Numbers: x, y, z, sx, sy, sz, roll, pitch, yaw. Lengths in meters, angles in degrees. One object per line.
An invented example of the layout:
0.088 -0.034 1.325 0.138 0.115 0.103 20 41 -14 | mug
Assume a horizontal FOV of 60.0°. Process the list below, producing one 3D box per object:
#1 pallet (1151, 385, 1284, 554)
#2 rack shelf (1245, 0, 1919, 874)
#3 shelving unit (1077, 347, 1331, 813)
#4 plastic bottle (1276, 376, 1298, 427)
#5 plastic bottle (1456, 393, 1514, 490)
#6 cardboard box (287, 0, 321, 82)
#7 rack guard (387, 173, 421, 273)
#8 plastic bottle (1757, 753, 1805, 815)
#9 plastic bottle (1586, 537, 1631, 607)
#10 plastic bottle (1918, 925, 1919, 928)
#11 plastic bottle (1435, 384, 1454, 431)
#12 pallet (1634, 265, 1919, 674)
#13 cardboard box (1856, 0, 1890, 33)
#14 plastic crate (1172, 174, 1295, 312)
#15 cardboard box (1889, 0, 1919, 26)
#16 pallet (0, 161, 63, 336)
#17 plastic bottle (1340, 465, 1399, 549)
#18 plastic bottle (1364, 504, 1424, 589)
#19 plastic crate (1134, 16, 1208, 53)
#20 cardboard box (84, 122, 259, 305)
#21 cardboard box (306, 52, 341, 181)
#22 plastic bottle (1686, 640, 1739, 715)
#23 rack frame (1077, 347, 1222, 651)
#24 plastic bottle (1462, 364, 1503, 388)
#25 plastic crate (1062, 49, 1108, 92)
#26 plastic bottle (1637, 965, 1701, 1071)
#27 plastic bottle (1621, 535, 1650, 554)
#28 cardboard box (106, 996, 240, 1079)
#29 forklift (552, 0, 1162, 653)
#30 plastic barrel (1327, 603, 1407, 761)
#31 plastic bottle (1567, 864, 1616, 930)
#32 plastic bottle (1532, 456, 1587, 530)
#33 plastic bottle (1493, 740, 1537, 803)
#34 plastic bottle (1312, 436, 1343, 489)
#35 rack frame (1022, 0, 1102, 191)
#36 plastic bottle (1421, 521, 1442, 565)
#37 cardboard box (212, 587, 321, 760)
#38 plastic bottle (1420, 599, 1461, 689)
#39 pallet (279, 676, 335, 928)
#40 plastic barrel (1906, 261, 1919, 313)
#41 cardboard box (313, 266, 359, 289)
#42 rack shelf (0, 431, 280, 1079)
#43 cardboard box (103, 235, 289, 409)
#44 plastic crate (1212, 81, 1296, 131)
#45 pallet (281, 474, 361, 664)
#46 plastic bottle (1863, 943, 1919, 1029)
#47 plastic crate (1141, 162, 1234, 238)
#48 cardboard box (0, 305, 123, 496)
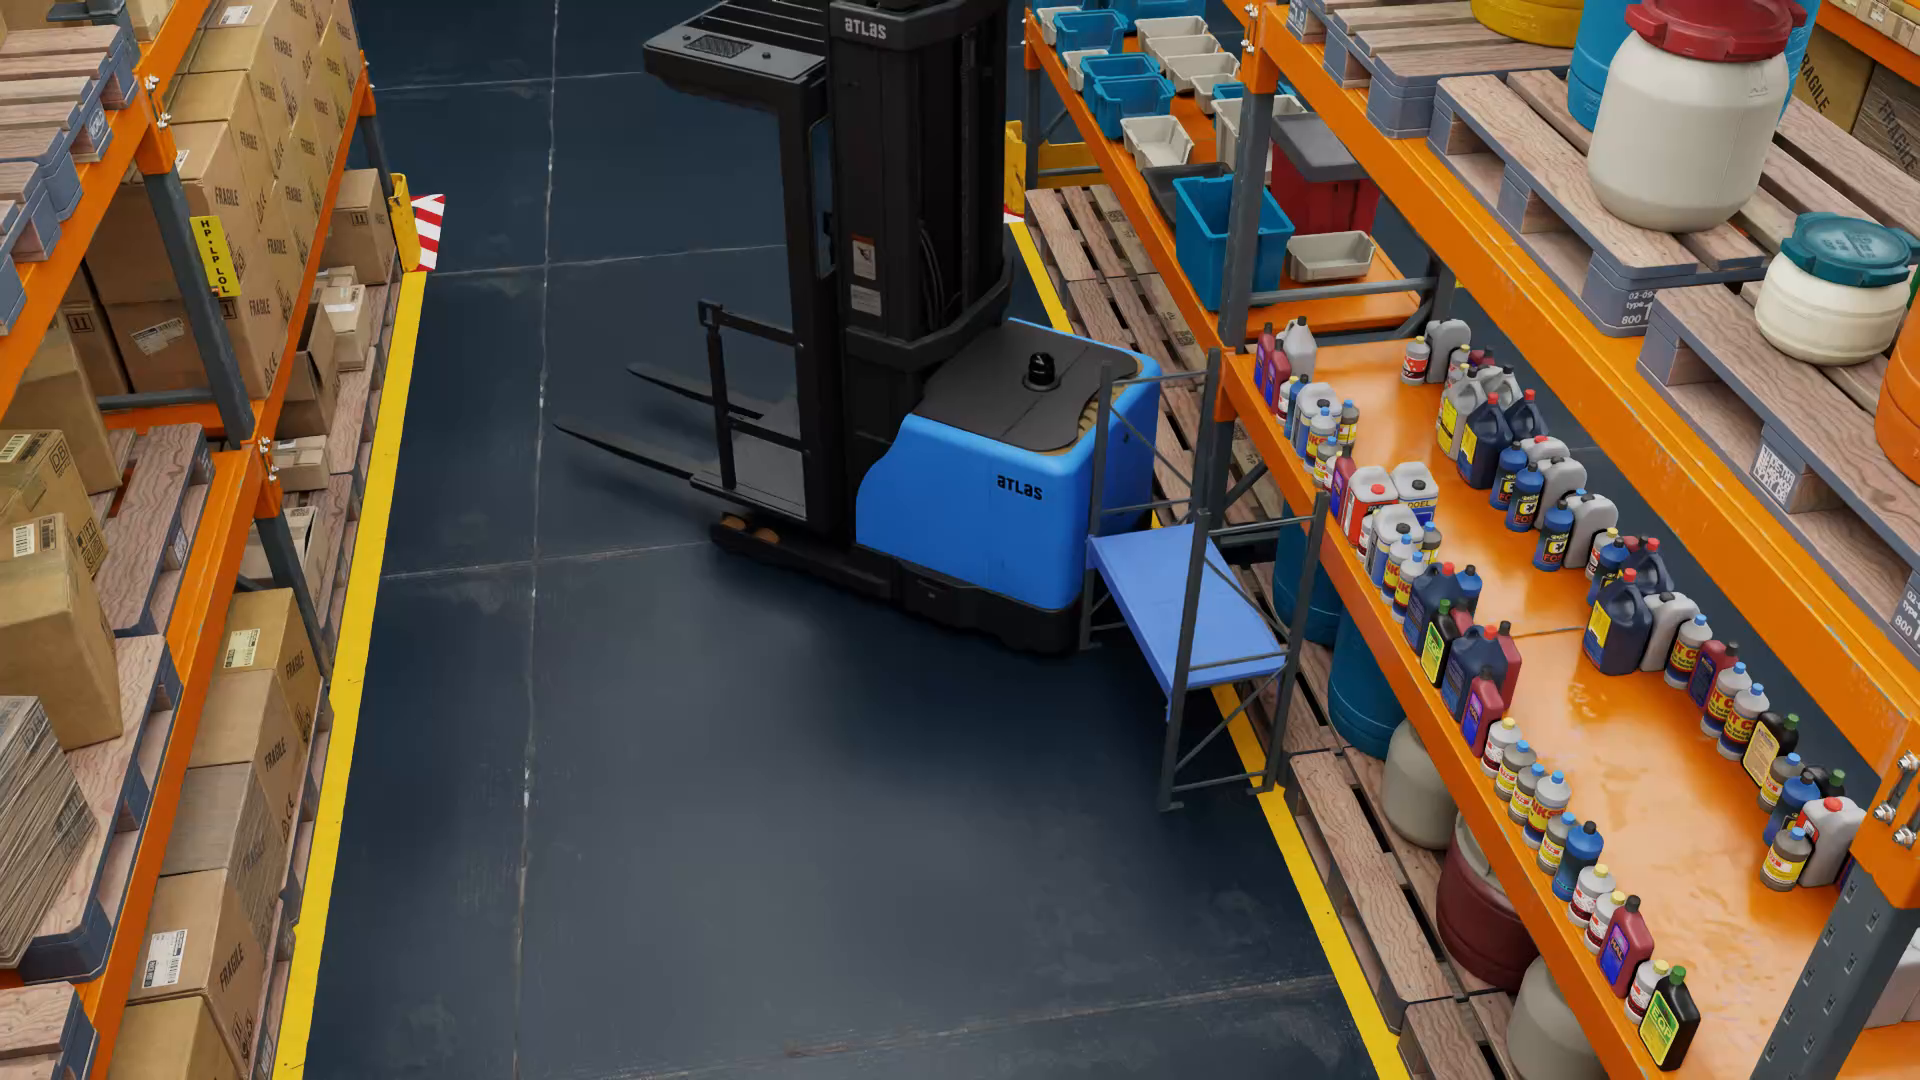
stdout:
1.437 -0.387 8.477 1.003 0.211 1.213 -6 38 -8 | pallet
1.955 -0.741 4.800 1.077 0.370 4.000 -6 38 -8 | rack shelf
0.924 0.161 6.711 0.538 1.500 1.048 -8 39 -13 | shelving unit
1.310 -0.555 6.581 0.097 0.201 0.097 0 38 0 | plastic bottle
1.978 -0.382 6.237 0.144 0.351 0.185 -6 38 -8 | plastic bottle
-3.441 -2.512 8.041 0.500 0.500 0.500 -5 38 -7 | cardboard box
-3.961 -1.901 10.190 1.175 0.500 0.348 -6 38 -8 | rack guard
2.450 0.717 4.944 0.097 0.201 0.097 0 38 0 | plastic bottle
2.219 0.106 5.673 0.097 0.271 0.097 0 38 0 | plastic bottle
2.554 1.049 4.459 0.097 0.271 0.097 0 38 0 | plastic bottle
1.936 -0.522 6.538 0.097 0.201 0.097 0 38 0 | plastic bottle
2.267 -0.215 3.691 1.003 0.211 1.213 -6 38 -8 | pallet
5.655 -3.181 10.005 0.380 0.149 0.250 -7 38 -9 | cardboard box
1.186 -1.311 7.357 0.392 0.384 0.575 -6 38 -8 | plastic crate
5.779 -3.120 9.600 0.500 0.250 0.500 -7 38 -9 | cardboard box
-3.043 -0.601 4.187 1.213 0.211 1.003 -6 38 -8 | pallet
1.472 -0.120 5.960 0.152 0.276 0.135 -6 38 -8 | plastic bottle
1.513 0.020 5.780 0.152 0.276 0.135 -6 38 -8 | plastic bottle
1.224 -2.911 9.618 0.396 0.136 0.243 -6 38 -8 | plastic crate
-3.079 -1.267 6.440 0.500 0.500 0.500 -5 38 -7 | cardboard box
-3.452 -2.117 8.349 0.500 0.500 0.500 -6 38 -8 | cardboard box
2.390 0.414 5.267 0.061 0.283 0.133 -6 38 -8 | plastic bottle
0.791 -0.140 7.099 0.500 1.500 0.032 -8 39 -13 | rack frame
2.055 -0.576 6.547 0.152 0.276 0.135 -6 38 -8 | plastic bottle
0.715 -2.587 9.201 0.250 0.136 0.298 -6 38 -8 | plastic crate
1.814 1.215 4.236 0.061 0.283 0.133 -6 38 -8 | plastic bottle
2.293 0.082 5.694 0.061 0.283 0.133 -6 38 -8 | plastic bottle
-2.551 1.786 5.084 0.500 0.500 0.500 -7 38 -9 | cardboard box
-0.620 -1.310 7.447 3.031 2.935 1.130 19 42 23 | forklift
1.807 0.372 6.594 0.600 0.901 0.708 -6 38 -8 | plastic barrel
1.754 0.978 4.609 0.097 0.201 0.097 0 38 0 | plastic bottle
2.167 -0.190 6.050 0.152 0.276 0.135 -6 38 -8 | plastic bottle
1.669 0.684 4.987 0.097 0.201 0.097 0 38 0 | plastic bottle
1.385 -0.297 6.249 0.097 0.201 0.097 0 38 0 | plastic bottle
0.903 -3.465 10.165 1.000 3.000 0.127 -6 38 -8 | rack frame
1.633 0.025 5.835 0.097 0.201 0.097 0 38 0 | plastic bottle
-2.905 0.562 6.660 0.500 0.500 0.500 -6 38 -8 | cardboard box
1.558 0.332 5.372 0.061 0.283 0.133 -6 38 -8 | plastic bottle
-3.094 1.070 6.600 1.003 0.211 1.213 -6 38 -8 | pallet
2.346 -0.586 3.799 0.294 0.245 0.294 0 38 0 | plastic barrel
-3.654 -1.433 9.500 0.380 0.166 0.250 -6 38 -8 | cardboard box
-2.923 0.974 5.038 1.077 0.370 4.000 -6 38 -8 | rack shelf
-3.095 -0.895 6.775 0.500 0.500 0.500 -5 38 -7 | cardboard box
1.515 -2.209 8.636 0.416 0.233 0.300 -6 38 -8 | plastic crate
-3.393 0.168 7.762 1.003 0.211 1.213 -6 38 -8 | pallet
2.398 1.137 4.343 0.152 0.276 0.135 -6 38 -8 | plastic bottle
1.143 -1.611 7.954 0.437 0.125 0.590 -6 38 -8 | plastic crate
-3.411 -0.413 5.813 0.700 0.500 0.500 -19 42 -23 | cardboard box
